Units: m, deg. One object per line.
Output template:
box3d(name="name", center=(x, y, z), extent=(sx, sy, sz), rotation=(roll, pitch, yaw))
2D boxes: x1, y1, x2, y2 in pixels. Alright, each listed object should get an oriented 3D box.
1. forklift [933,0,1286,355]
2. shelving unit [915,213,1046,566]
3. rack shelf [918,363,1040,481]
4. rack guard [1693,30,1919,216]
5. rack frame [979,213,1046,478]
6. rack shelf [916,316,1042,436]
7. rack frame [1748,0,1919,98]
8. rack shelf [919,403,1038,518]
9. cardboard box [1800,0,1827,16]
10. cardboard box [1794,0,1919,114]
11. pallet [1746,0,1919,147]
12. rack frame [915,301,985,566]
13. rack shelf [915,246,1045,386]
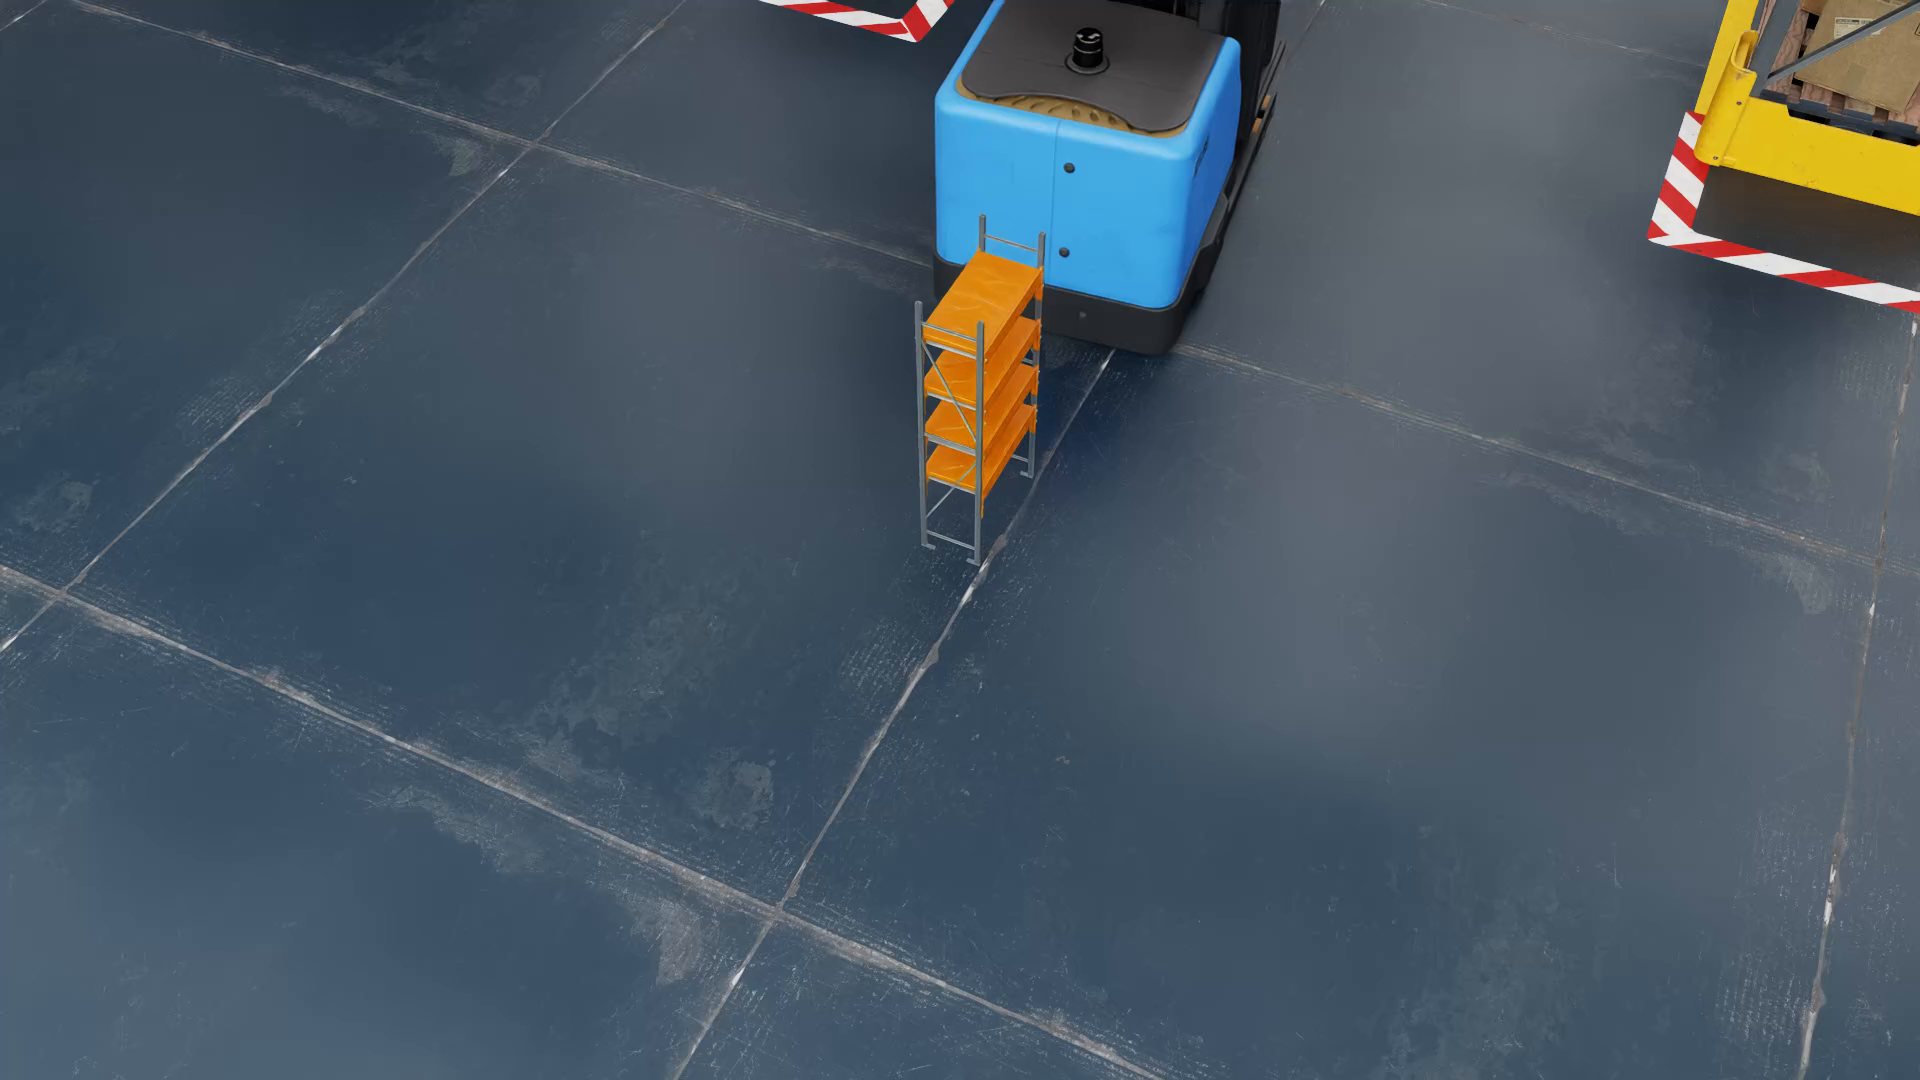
box3d(name="forklift", center=(0.859, -2.857, 6.756), extent=(1.130, 2.935, 3.031), rotation=(15, 51, 12))
box3d(name="shelving unit", center=(0.071, -0.503, 5.890), extent=(0.258, 1.200, 0.503), rotation=(20, 52, 16))
box3d(name="rack shelf", center=(0.071, -0.459, 5.941), extent=(0.258, 0.148, 0.480), rotation=(20, 52, 16))
box3d(name="rack guard", center=(4.016, -1.867, 7.510), extent=(1.175, 0.500, 0.348), rotation=(20, 52, 16))
box3d(name="rack frame", center=(0.175, -0.671, 6.033), extent=(0.240, 1.200, 0.015), rotation=(20, 52, 16))
box3d(name="rack shelf", center=(0.071, -0.604, 5.771), extent=(0.258, 0.148, 0.480), rotation=(20, 52, 16))
box3d(name="rack frame", center=(3.984, -2.625, 6.514), extent=(1.000, 3.000, 0.127), rotation=(20, 52, 16))
box3d(name="rack shelf", center=(0.071, -0.331, 6.092), extent=(0.258, 0.148, 0.480), rotation=(20, 52, 16))
box3d(name="cardboard box", center=(4.490, -2.798, 8.027), extent=(0.500, 0.500, 0.500), rotation=(33, 57, 25))
box3d(name="cardboard box", center=(4.266, -2.375, 7.667), extent=(0.500, 0.500, 0.500), rotation=(29, 55, 22))
box3d(name="pallet", center=(4.395, -2.321, 8.087), extent=(1.003, 0.211, 1.213), rotation=(20, 52, 16))
box3d(name="rack frame", center=(-0.034, -0.335, 5.747), extent=(0.240, 1.200, 0.015), rotation=(20, 52, 16))
box3d(name="rack shelf", center=(0.071, -0.757, 5.591), extent=(0.258, 0.148, 0.480), rotation=(20, 52, 16))
